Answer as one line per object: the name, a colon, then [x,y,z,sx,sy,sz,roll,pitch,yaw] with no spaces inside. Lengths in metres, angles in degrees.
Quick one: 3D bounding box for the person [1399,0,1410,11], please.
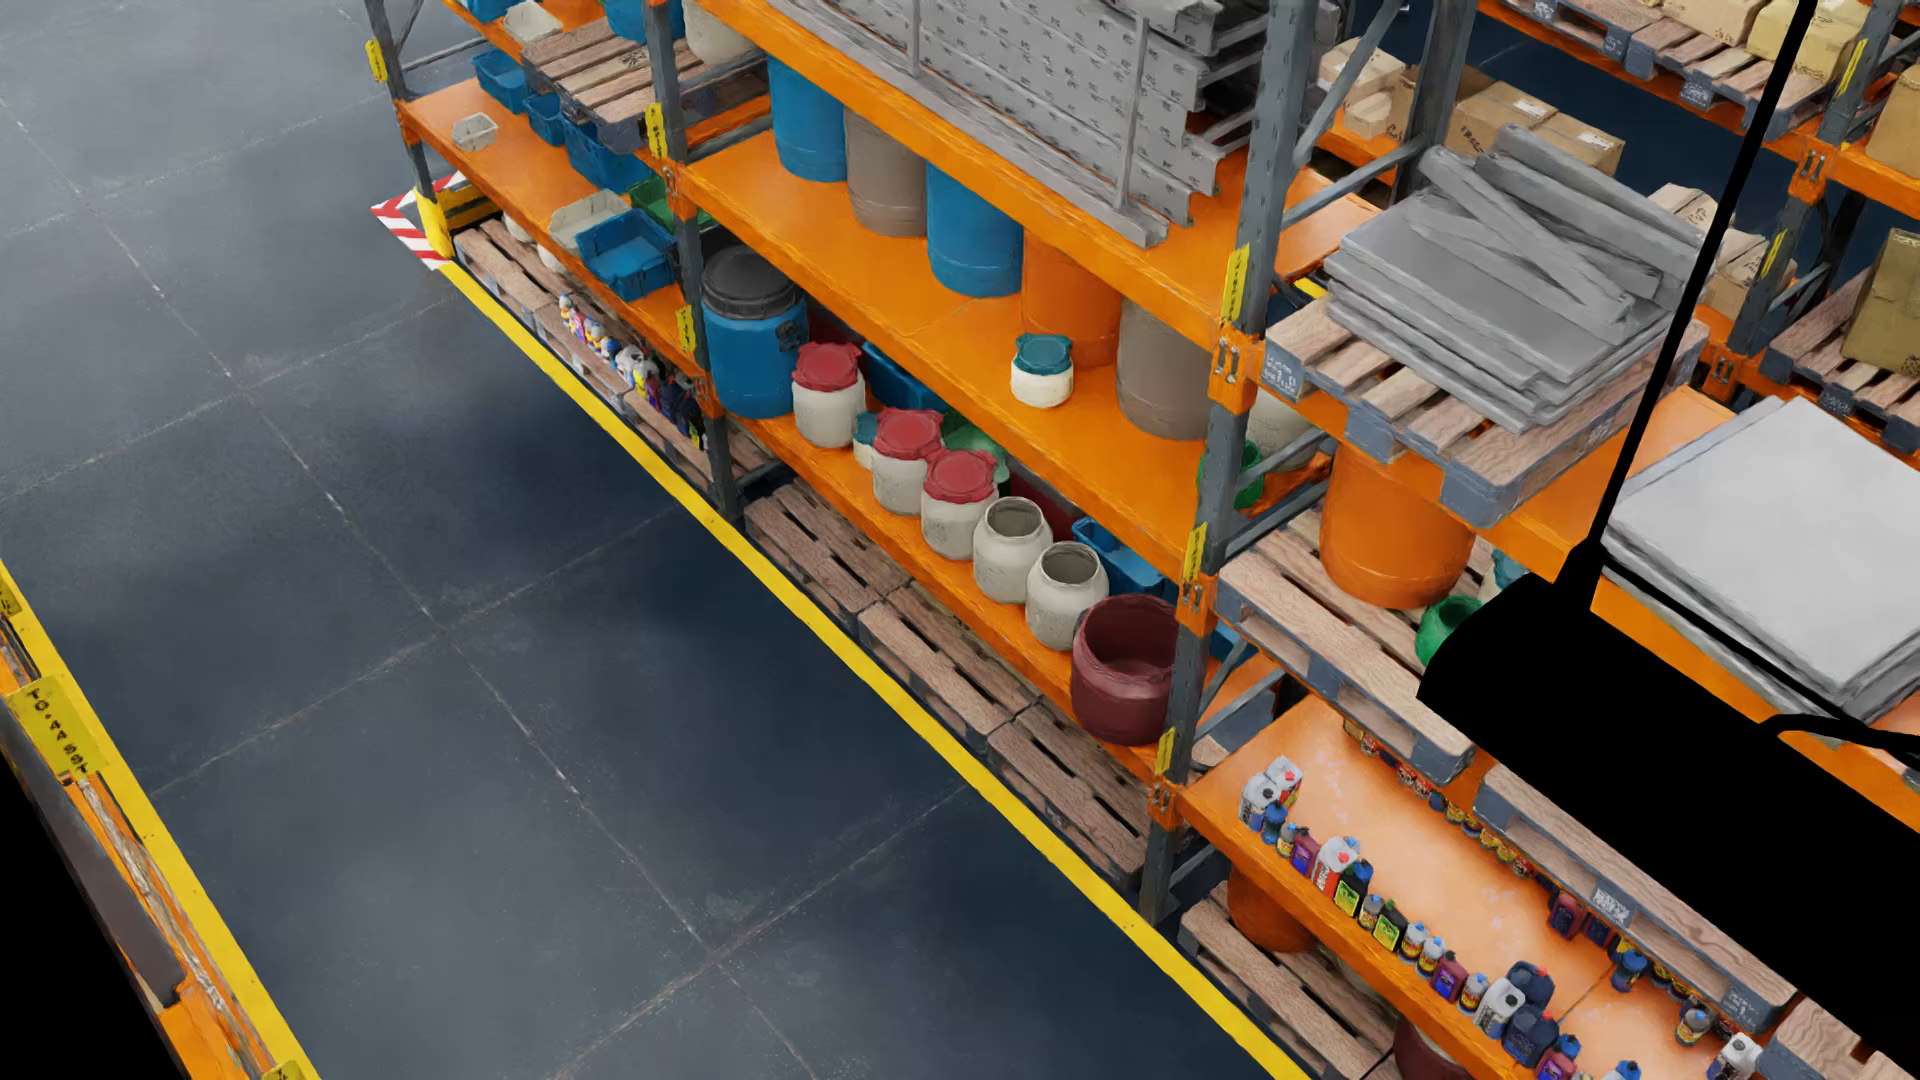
person: [3.846,-5.707,15.334,0.417,1.517,1.032,-29,53,-25]
